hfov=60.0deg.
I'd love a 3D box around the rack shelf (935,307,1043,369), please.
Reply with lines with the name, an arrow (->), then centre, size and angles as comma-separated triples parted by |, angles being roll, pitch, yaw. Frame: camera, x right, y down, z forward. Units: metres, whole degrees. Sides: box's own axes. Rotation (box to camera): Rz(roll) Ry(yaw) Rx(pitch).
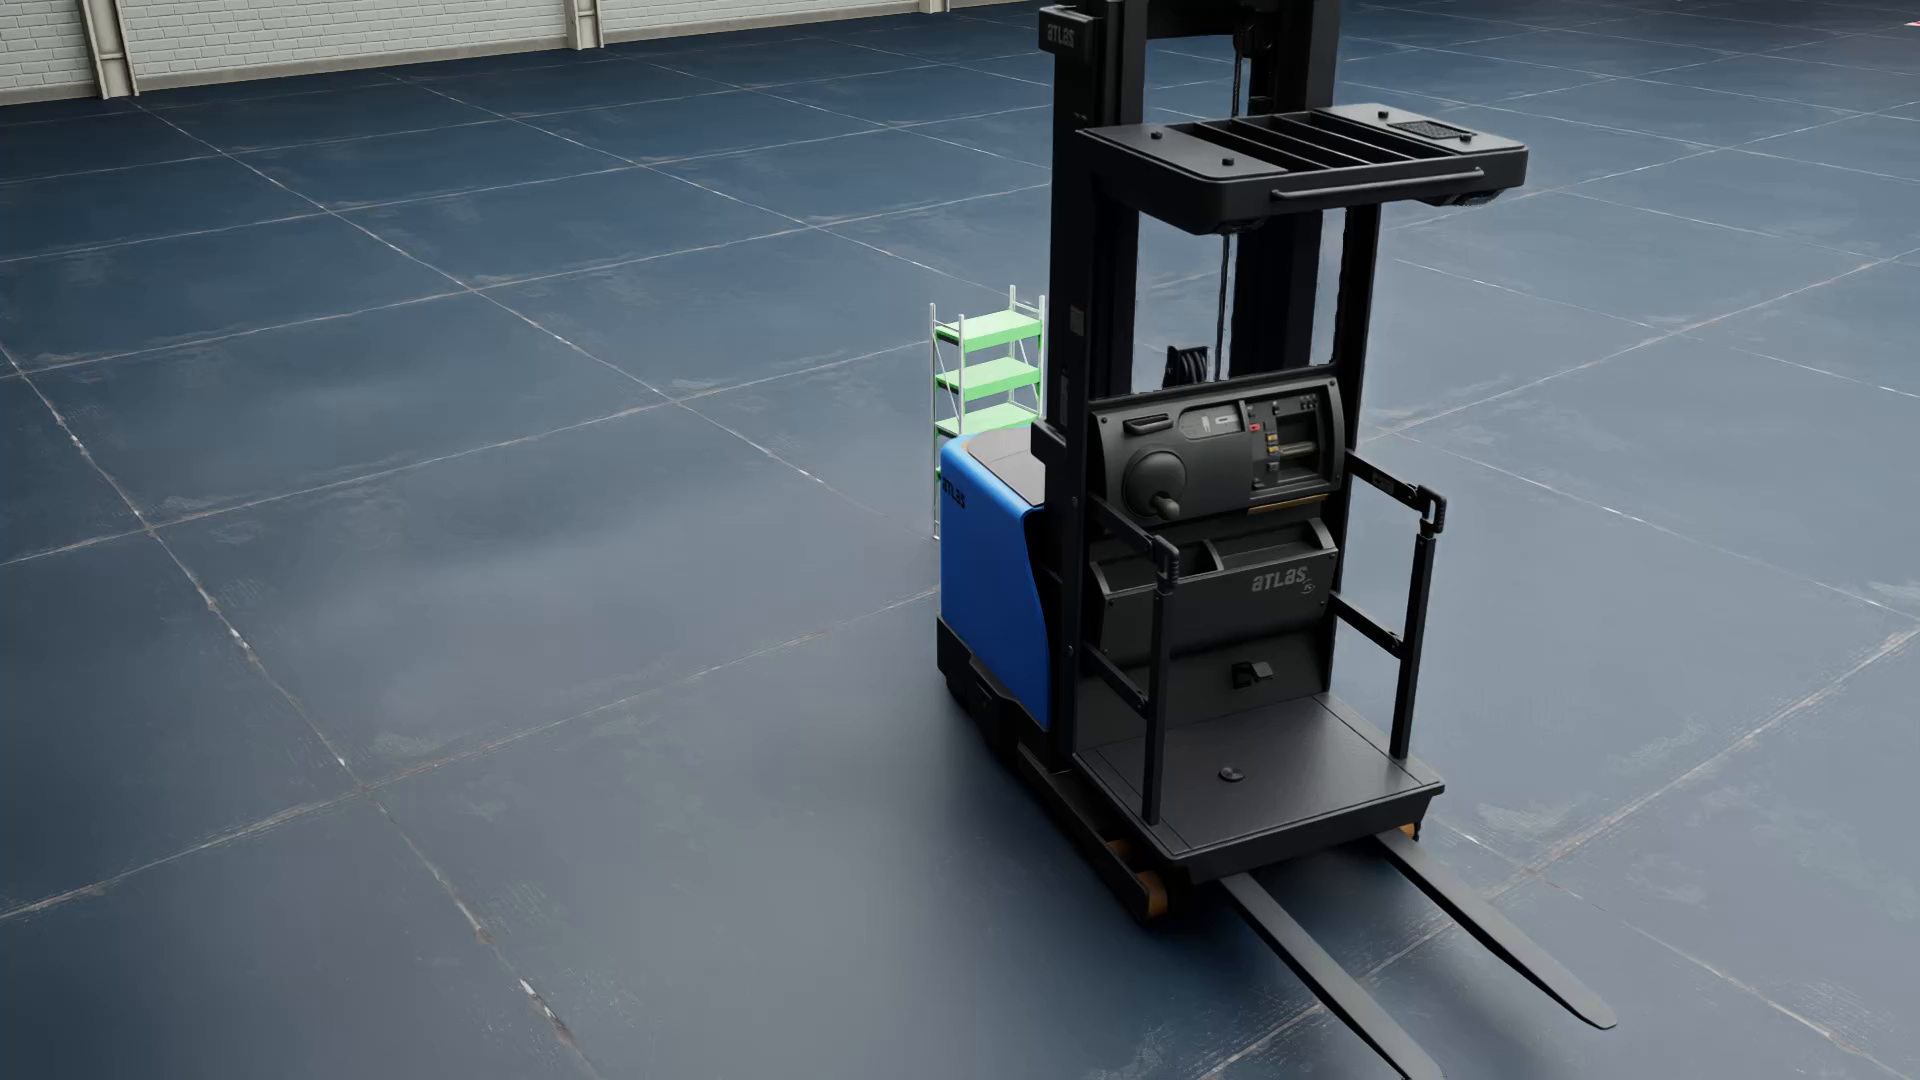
rack shelf -> 0.130, -0.965, 7.915 | 0.480, 0.148, 0.258 | -18, 31, -34

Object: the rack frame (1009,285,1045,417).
rack frame -> 0.322, -0.651, 8.227 | 0.015, 1.200, 0.240 | -18, 31, -34

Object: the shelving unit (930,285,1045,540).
shelving unit -> 0.130, -0.587, 8.090 | 0.503, 1.200, 0.258 | -18, 31, -34

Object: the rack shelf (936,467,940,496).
rack shelf -> 0.130, -0.312, 8.218 | 0.480, 0.148, 0.258 | -18, 31, -34

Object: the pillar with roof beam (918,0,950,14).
pillar with roof beam -> 2.246, -10.977, 21.212 | 0.400, 9.000, 9.100 | -18, 31, -34

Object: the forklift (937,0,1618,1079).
forklift -> 0.964, -0.273, 5.356 | 1.130, 2.935, 3.031 | -11, 27, -22

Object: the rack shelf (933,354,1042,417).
rack shelf -> 0.130, -0.747, 8.016 | 0.480, 0.148, 0.258 | -18, 31, -34

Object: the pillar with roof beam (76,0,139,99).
pillar with roof beam -> -7.197, -7.859, 14.495 | 0.400, 9.000, 9.100 | -18, 31, -34

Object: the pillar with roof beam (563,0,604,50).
pillar with roof beam -> -2.476, -9.418, 17.853 | 0.400, 9.000, 9.100 | -18, 31, -34

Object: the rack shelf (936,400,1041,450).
rack shelf -> 0.130, -0.529, 8.117 | 0.480, 0.148, 0.258 | -18, 31, -34

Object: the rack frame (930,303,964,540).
rack frame -> -0.062, -0.524, 7.953 | 0.015, 1.200, 0.240 | -18, 31, -34
